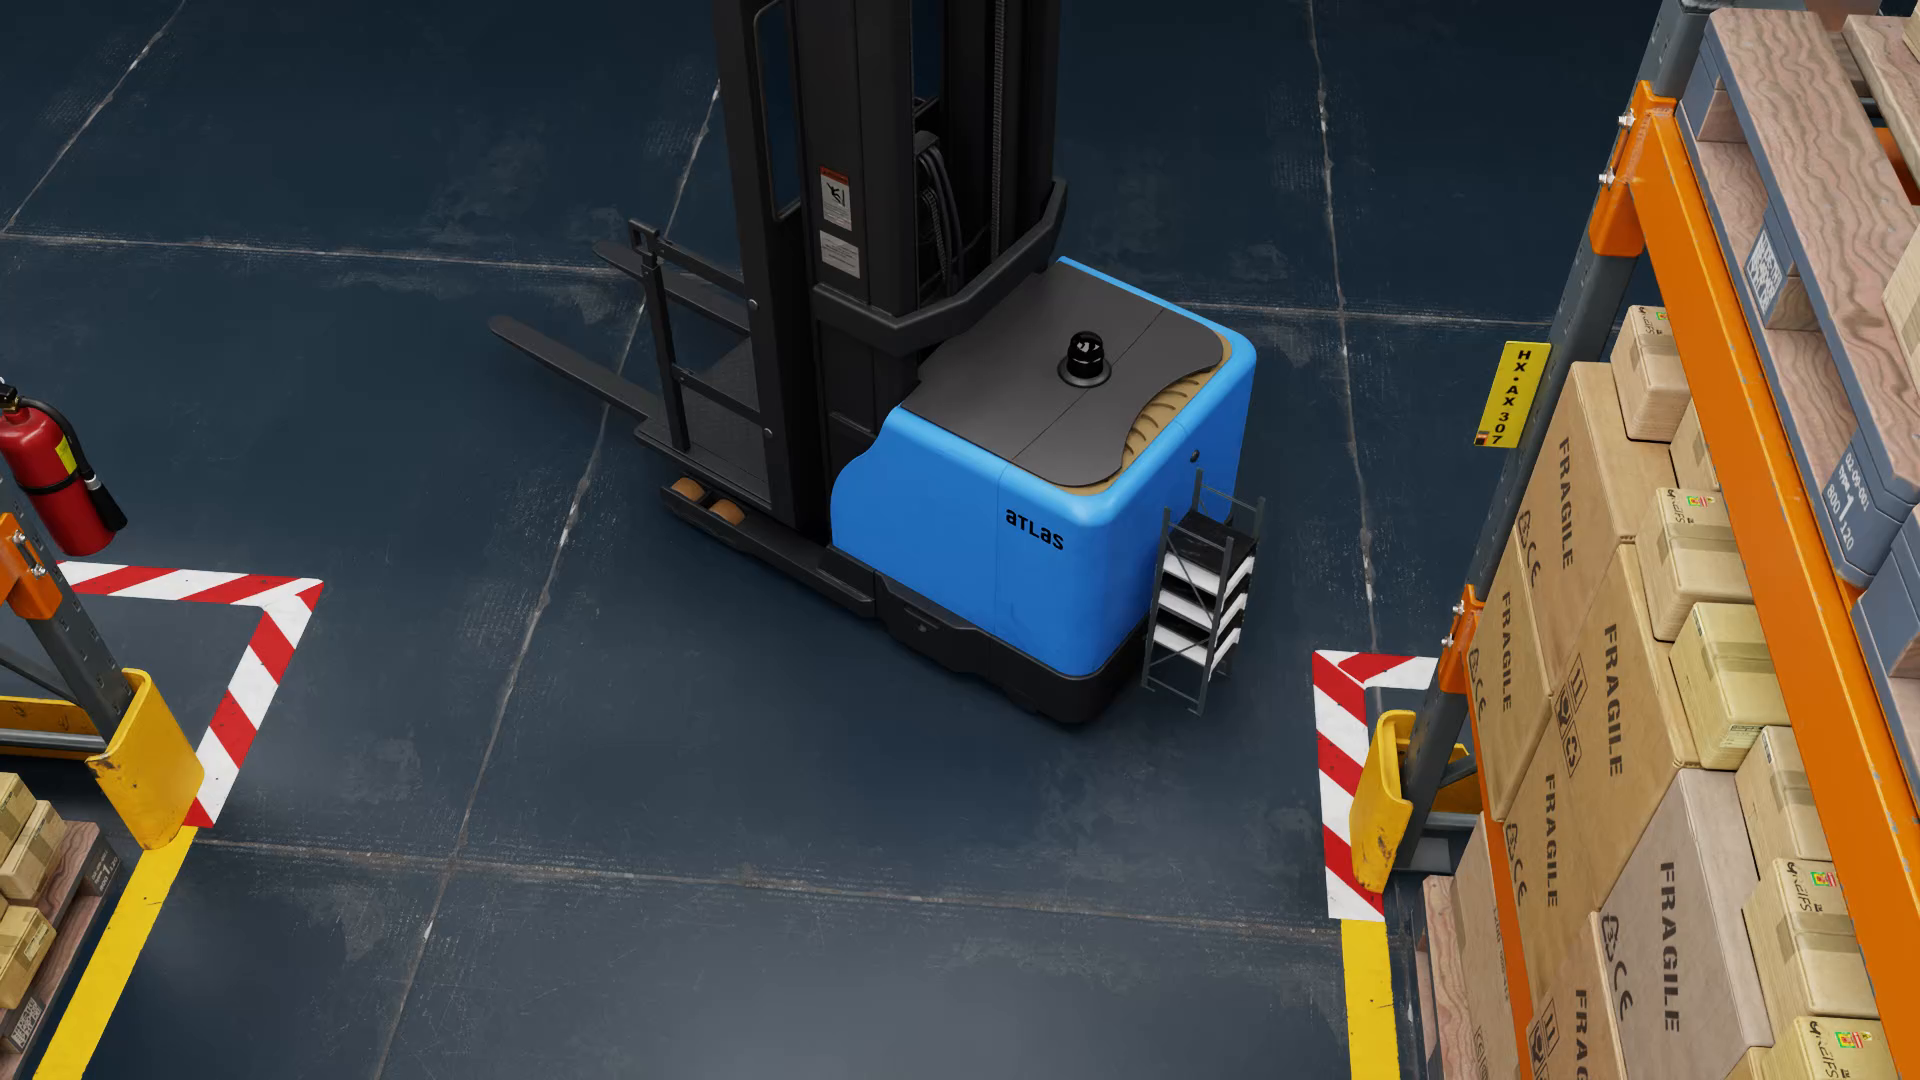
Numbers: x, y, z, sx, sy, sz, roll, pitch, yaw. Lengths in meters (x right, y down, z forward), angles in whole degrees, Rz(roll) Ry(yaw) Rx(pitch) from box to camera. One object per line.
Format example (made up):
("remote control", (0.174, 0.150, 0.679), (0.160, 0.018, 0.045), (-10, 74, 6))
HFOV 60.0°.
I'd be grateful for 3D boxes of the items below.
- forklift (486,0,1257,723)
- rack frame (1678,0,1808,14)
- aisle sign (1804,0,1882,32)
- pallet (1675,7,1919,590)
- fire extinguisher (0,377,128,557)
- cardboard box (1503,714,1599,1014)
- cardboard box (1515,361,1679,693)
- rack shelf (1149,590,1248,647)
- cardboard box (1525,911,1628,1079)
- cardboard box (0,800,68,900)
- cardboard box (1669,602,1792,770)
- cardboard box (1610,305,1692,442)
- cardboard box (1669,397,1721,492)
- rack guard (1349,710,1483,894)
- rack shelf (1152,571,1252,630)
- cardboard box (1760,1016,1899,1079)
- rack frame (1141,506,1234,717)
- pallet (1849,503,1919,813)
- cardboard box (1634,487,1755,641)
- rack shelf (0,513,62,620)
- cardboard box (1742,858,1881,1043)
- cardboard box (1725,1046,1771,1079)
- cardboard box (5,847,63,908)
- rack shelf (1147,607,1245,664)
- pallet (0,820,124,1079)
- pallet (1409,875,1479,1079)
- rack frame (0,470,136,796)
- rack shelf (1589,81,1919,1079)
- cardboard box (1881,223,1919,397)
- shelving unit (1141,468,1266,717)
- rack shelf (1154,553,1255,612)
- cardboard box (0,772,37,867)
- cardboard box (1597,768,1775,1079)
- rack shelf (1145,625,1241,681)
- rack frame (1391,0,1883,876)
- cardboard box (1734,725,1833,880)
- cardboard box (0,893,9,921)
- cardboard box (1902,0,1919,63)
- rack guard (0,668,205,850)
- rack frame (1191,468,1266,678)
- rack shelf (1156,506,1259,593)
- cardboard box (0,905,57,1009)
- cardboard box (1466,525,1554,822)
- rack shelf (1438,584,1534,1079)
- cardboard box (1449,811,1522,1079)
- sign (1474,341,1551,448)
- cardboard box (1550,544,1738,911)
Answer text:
("forklift", (-0.510, -1.263, 5.419), (3.031, 2.935, 1.130), (28, 54, 23))
("rack frame", (1.840, -2.000, 1.981), (1.000, 3.000, 0.127), (4, 48, 4))
("aisle sign", (1.558, -0.925, 3.302), (0.394, 0.787, 0.004), (4, 48, 4))
("pallet", (1.783, -0.412, 2.621), (1.003, 0.211, 1.213), (4, 48, 4))
("fire extinguisher", (-2.616, -0.236, 4.738), (0.296, 0.674, 0.183), (4, 48, 4))
("cardboard box", (1.492, 0.698, 3.511), (0.500, 0.500, 0.500), (3, 48, 3))
("cardboard box", (1.513, -0.013, 3.484), (0.500, 0.500, 0.500), (3, 48, 3))
("rack shelf", (0.788, 0.212, 5.491), (0.258, 0.077, 0.200), (27, 53, 23))
("cardboard box", (1.428, 1.070, 3.171), (0.500, 0.500, 0.500), (4, 48, 3))
("cardboard box", (-2.862, 0.893, 4.846), (0.380, 0.149, 0.250), (3, 48, 2))
("cardboard box", (1.435, 0.252, 2.802), (0.380, 0.149, 0.250), (2, 48, 2))
("cardboard box", (1.532, -0.323, 3.328), (0.380, 0.149, 0.250), (5, 48, 4))
("cardboard box", (1.579, -0.126, 3.148), (0.380, 0.149, 0.250), (5, 48, 4))
("rack guard", (1.842, 0.850, 5.133), (1.175, 0.500, 0.348), (4, 48, 4))
("rack shelf", (0.788, 0.151, 5.425), (0.258, 0.077, 0.200), (27, 53, 23))
("cardboard box", (1.349, 0.813, 2.288), (0.380, 0.149, 0.250), (3, 48, 3))
("rack frame", (0.730, 0.251, 5.410), (0.240, 0.900, 0.006), (27, 53, 23))
("pallet", (1.674, 0.487, 1.799), (1.003, 0.211, 1.213), (4, 48, 4))
("cardboard box", (1.441, 0.057, 2.980), (0.380, 0.149, 0.250), (5, 48, 5))
("rack shelf", (-3.281, 1.478, 3.353), (1.077, 0.370, 4.000), (4, 48, 4))
("cardboard box", (1.399, 0.629, 2.457), (0.380, 0.149, 0.250), (4, 48, 4))
("cardboard box", (1.389, 1.112, 2.454), (0.500, 0.500, 0.500), (4, 48, 4))
("cardboard box", (-2.939, 0.987, 4.962), (0.380, 0.149, 0.250), (5, 48, 4))
("rack shelf", (0.788, 0.273, 5.558), (0.258, 0.077, 0.200), (27, 53, 23))
("pallet", (-3.215, 1.357, 4.865), (1.003, 0.211, 1.213), (4, 48, 4))
("pallet", (1.845, 1.558, 4.682), (1.003, 0.211, 1.213), (4, 48, 4))
("rack frame", (-3.098, -0.234, 4.431), (1.000, 3.000, 0.127), (4, 48, 4))
("rack shelf", (1.658, 0.725, 2.009), (1.077, 0.370, 4.000), (4, 48, 4))
("cardboard box", (1.512, -0.294, 2.272), (0.380, 0.149, 0.250), (5, 48, 5))
("shelving unit", (0.788, 0.190, 5.467), (0.258, 0.900, 0.210), (27, 53, 23))
("rack shelf", (0.788, 0.091, 5.359), (0.258, 0.077, 0.200), (27, 53, 23))
("cardboard box", (-2.894, 0.792, 4.737), (0.380, 0.149, 0.250), (4, 48, 4))
("cardboard box", (1.434, 0.746, 2.790), (0.500, 0.500, 0.500), (4, 48, 3))
("rack shelf", (0.788, 0.334, 5.624), (0.258, 0.077, 0.200), (27, 53, 23))
("rack frame", (1.840, 0.024, 4.195), (1.000, 3.000, 0.127), (4, 48, 4))
("cardboard box", (1.464, 0.448, 2.622), (0.380, 0.149, 0.250), (4, 48, 4))
("cardboard box", (-2.940, 1.081, 4.674), (0.380, 0.149, 0.250), (3, 48, 3))
("cardboard box", (1.889, -0.776, 2.643), (0.500, 0.250, 0.500), (0, 48, 0))
("rack guard", (-3.105, 0.665, 5.303), (1.175, 0.500, 0.348), (4, 48, 4))
("rack frame", (0.846, 0.128, 5.523), (0.240, 0.900, 0.006), (27, 53, 23))
("rack shelf", (0.788, 0.030, 5.292), (0.258, 0.077, 0.200), (27, 53, 23))
("cardboard box", (-2.861, 1.183, 4.783), (0.380, 0.149, 0.250), (5, 48, 5))
("cardboard box", (1.511, 0.324, 3.853), (0.500, 0.500, 0.500), (4, 48, 3))
("rack shelf", (1.658, 1.737, 3.116), (1.077, 0.370, 4.000), (4, 48, 4))
("cardboard box", (1.880, 1.239, 4.536), (0.875, 0.438, 0.875), (2, 48, 2))
("sign", (1.288, -0.336, 3.884), (0.100, 0.325, 0.005), (4, 48, 4))
("cardboard box", (1.473, 0.367, 3.136), (0.500, 0.500, 0.500), (3, 48, 2))
